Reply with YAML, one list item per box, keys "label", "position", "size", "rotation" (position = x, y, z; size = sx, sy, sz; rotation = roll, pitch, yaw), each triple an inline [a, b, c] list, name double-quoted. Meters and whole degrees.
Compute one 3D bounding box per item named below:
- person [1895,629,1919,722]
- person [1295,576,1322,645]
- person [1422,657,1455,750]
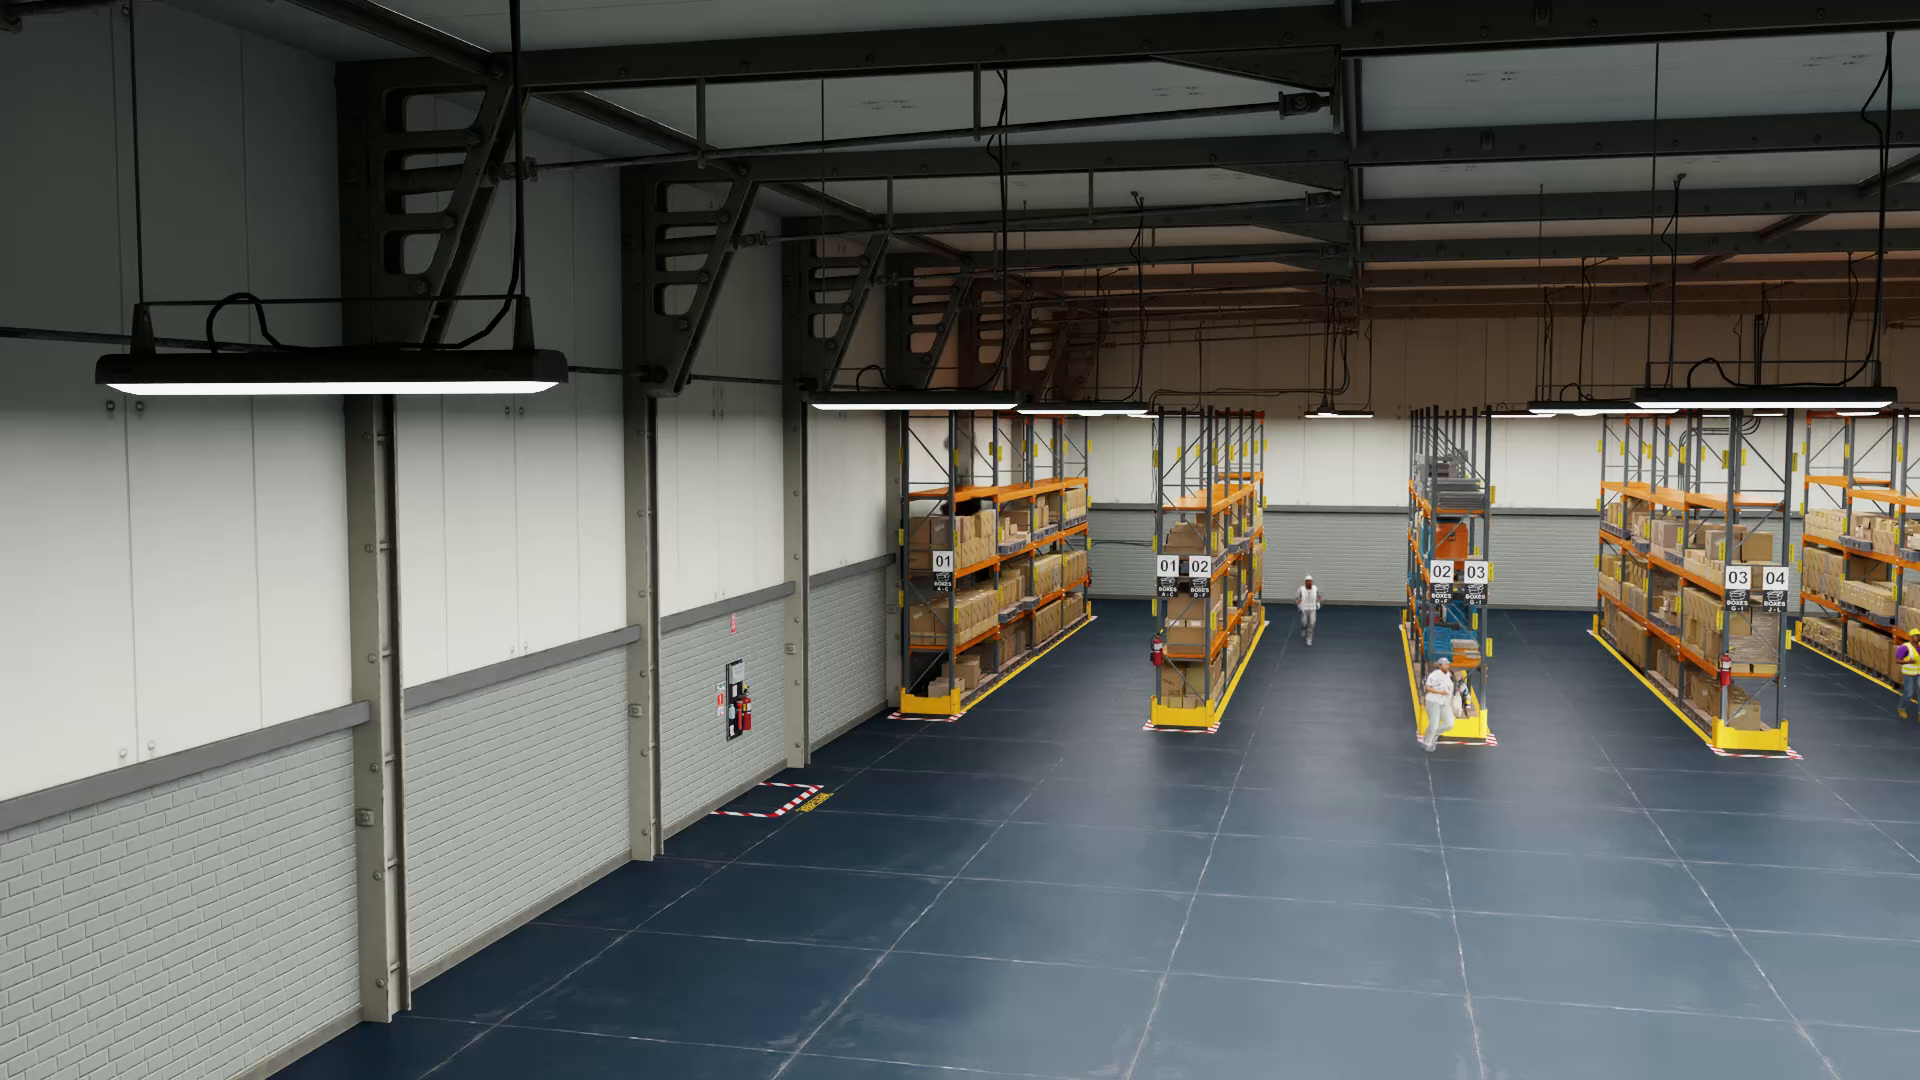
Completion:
- label: "person"
  position: [18.022, 2.562, 31.413]
  size: [0.690, 1.788, 0.912]
  rotation: [0, 4, 6]
- label: "person"
  position: [8.952, 1.798, 42.727]
  size: [0.693, 1.766, 0.764]
  rotation: [0, 4, 4]
- label: "person"
  position: [8.376, 2.843, 28.850]
  size: [0.618, 1.613, 0.562]
  rotation: [-2, 5, -26]
